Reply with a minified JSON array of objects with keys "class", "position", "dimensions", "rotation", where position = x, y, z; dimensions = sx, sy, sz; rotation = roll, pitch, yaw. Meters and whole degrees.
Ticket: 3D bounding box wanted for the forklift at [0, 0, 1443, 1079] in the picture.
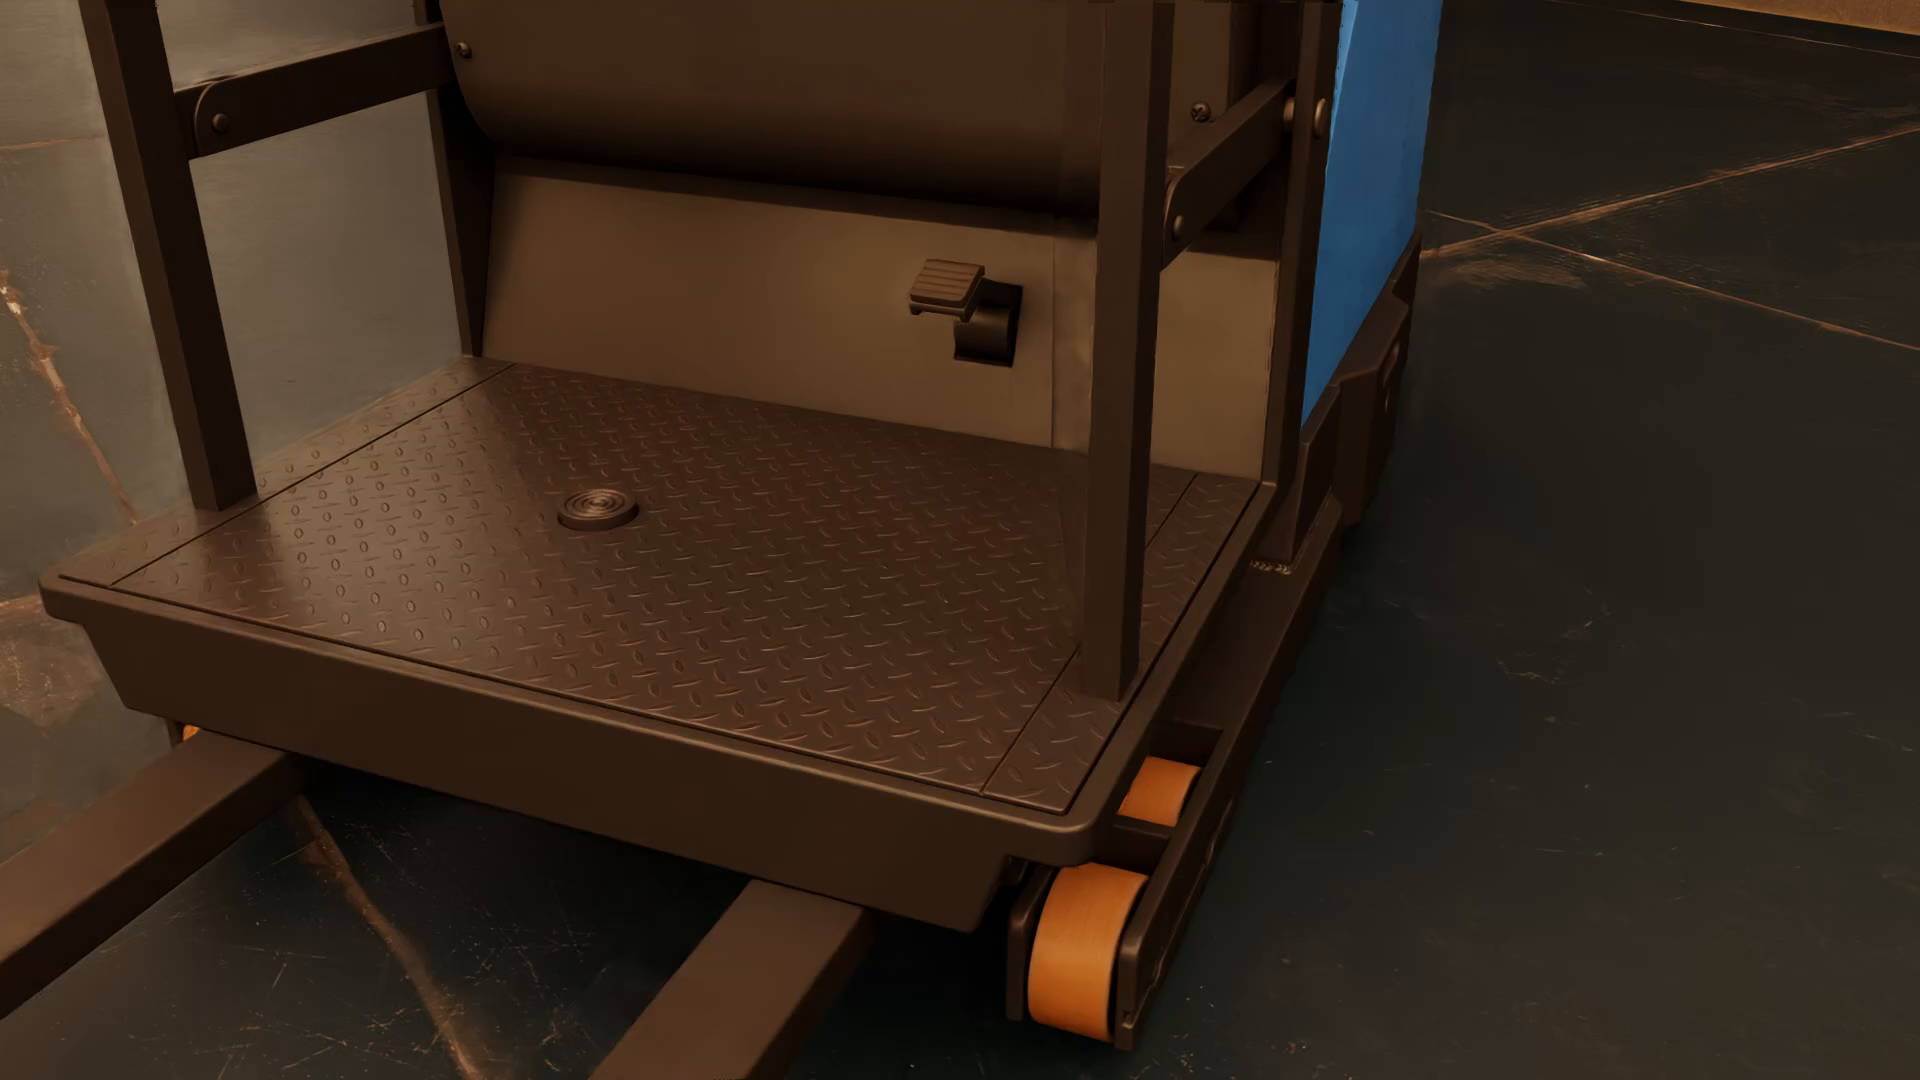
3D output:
[{"class":"forklift","position":[-0.229,-1.056,1.337],"dimensions":[1.130,2.935,3.031],"rotation":[10,28,20]}]
